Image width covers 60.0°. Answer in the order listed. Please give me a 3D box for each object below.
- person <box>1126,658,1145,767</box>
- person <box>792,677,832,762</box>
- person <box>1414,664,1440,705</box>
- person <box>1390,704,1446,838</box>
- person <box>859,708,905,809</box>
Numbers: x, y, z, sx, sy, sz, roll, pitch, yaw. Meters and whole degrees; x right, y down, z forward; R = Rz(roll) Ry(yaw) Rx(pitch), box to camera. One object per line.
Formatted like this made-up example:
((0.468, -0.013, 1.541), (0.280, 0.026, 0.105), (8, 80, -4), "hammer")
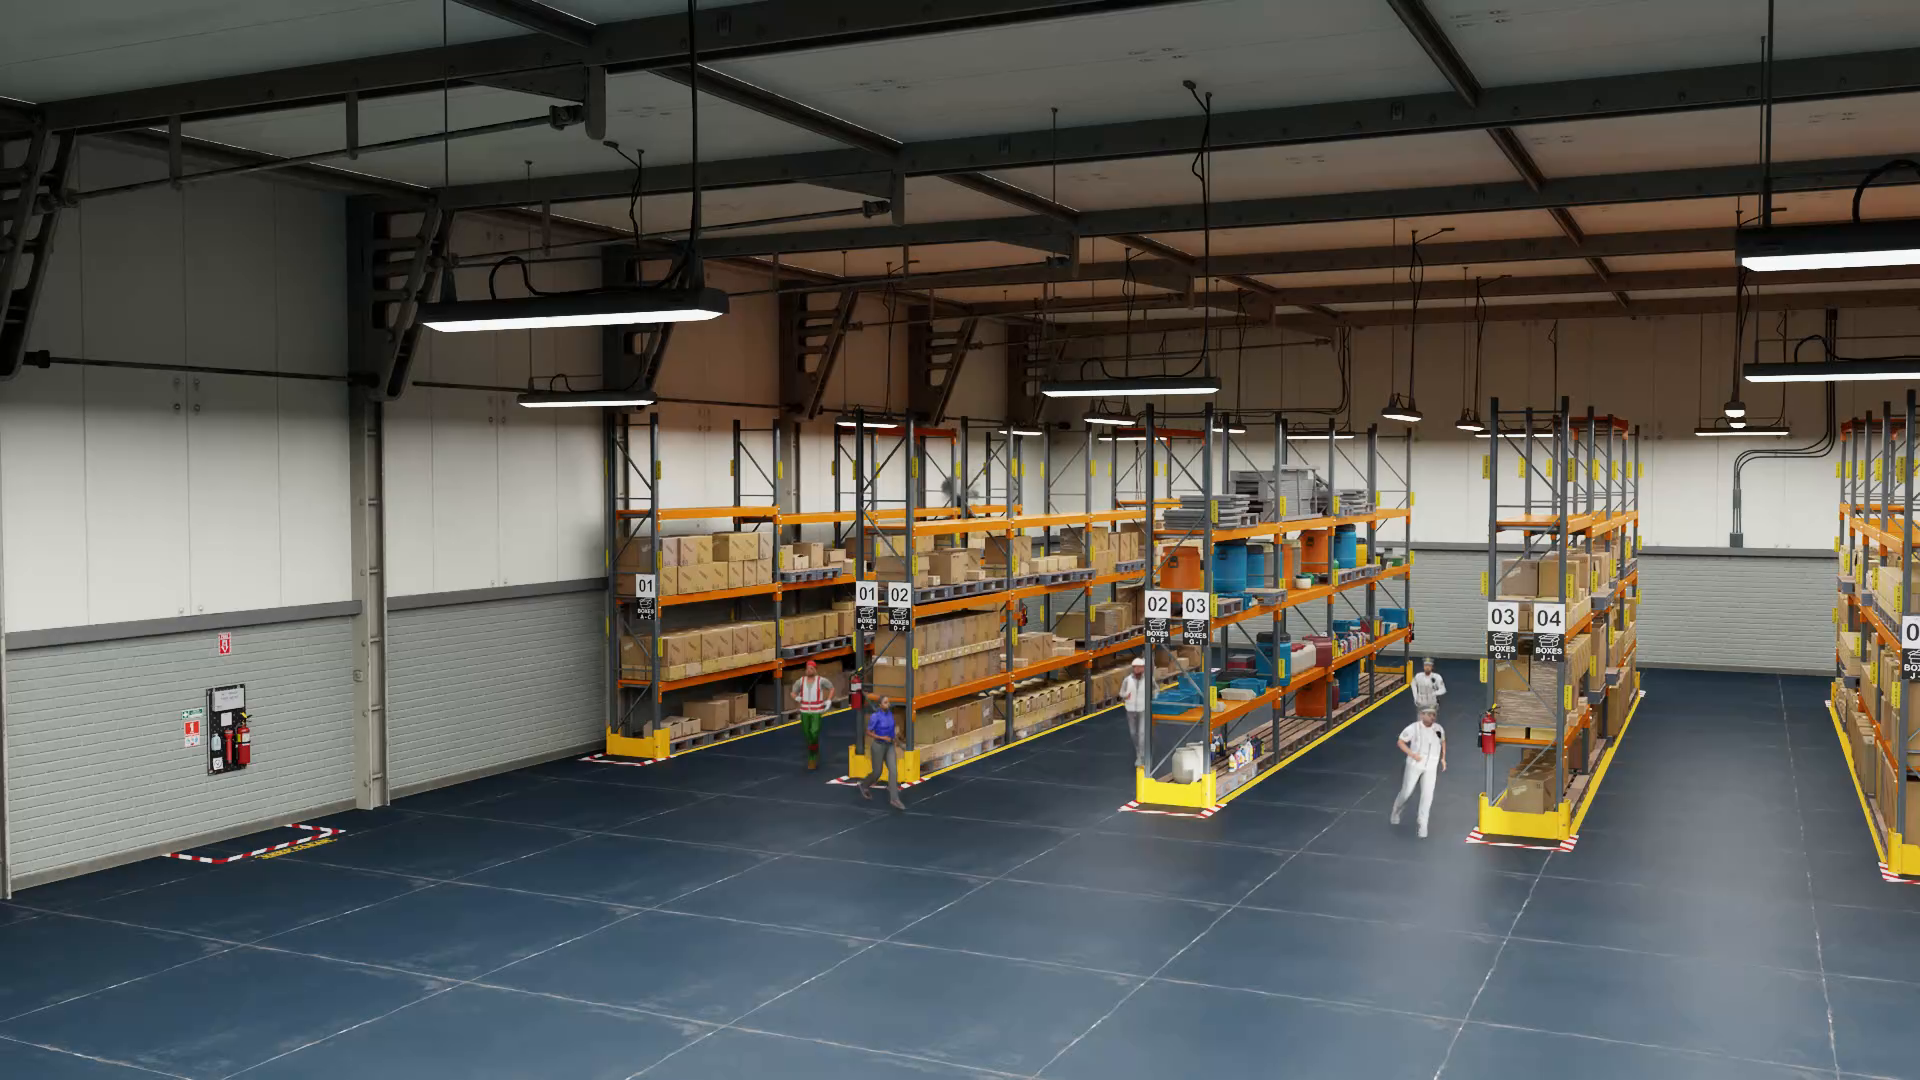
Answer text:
((3.032, 2.898, 28.284), (0.413, 1.778, 0.963), (1, 3, 17), "person")
((-2.505, 3.001, 28.001), (0.657, 1.399, 0.690), (0, 2, 11), "person")
((8.252, 2.957, 29.405), (0.441, 1.690, 0.713), (1, 3, 19), "person")
((6.420, 3.148, 23.045), (0.737, 1.768, 0.961), (0, 2, 0), "person")
((-1.160, 3.228, 24.741), (0.539, 1.451, 0.940), (-2, 3, -41), "person")
